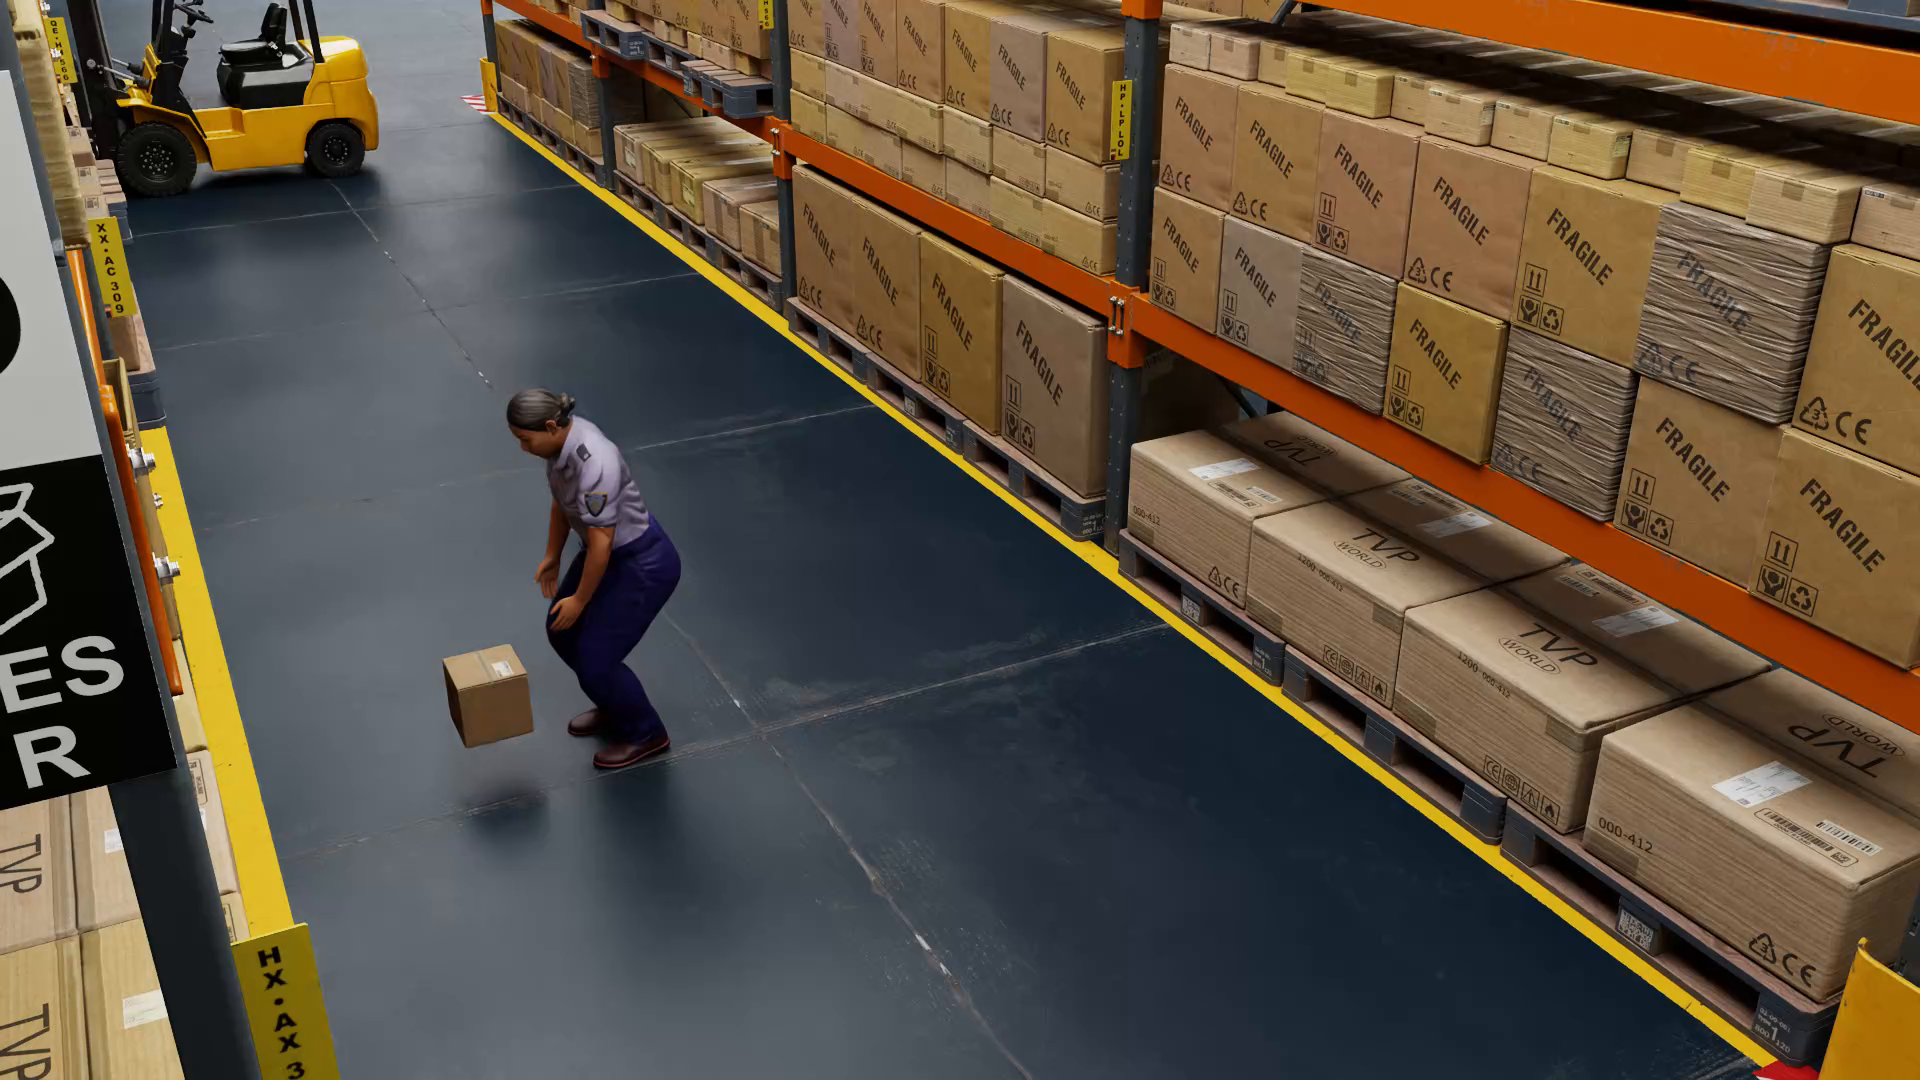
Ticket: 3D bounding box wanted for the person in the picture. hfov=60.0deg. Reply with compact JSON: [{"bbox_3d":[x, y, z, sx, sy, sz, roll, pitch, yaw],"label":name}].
[{"bbox_3d":[-1.302,0.119,6.078,0.551,1.490,0.525,-13,28,-24],"label":"person"}]
